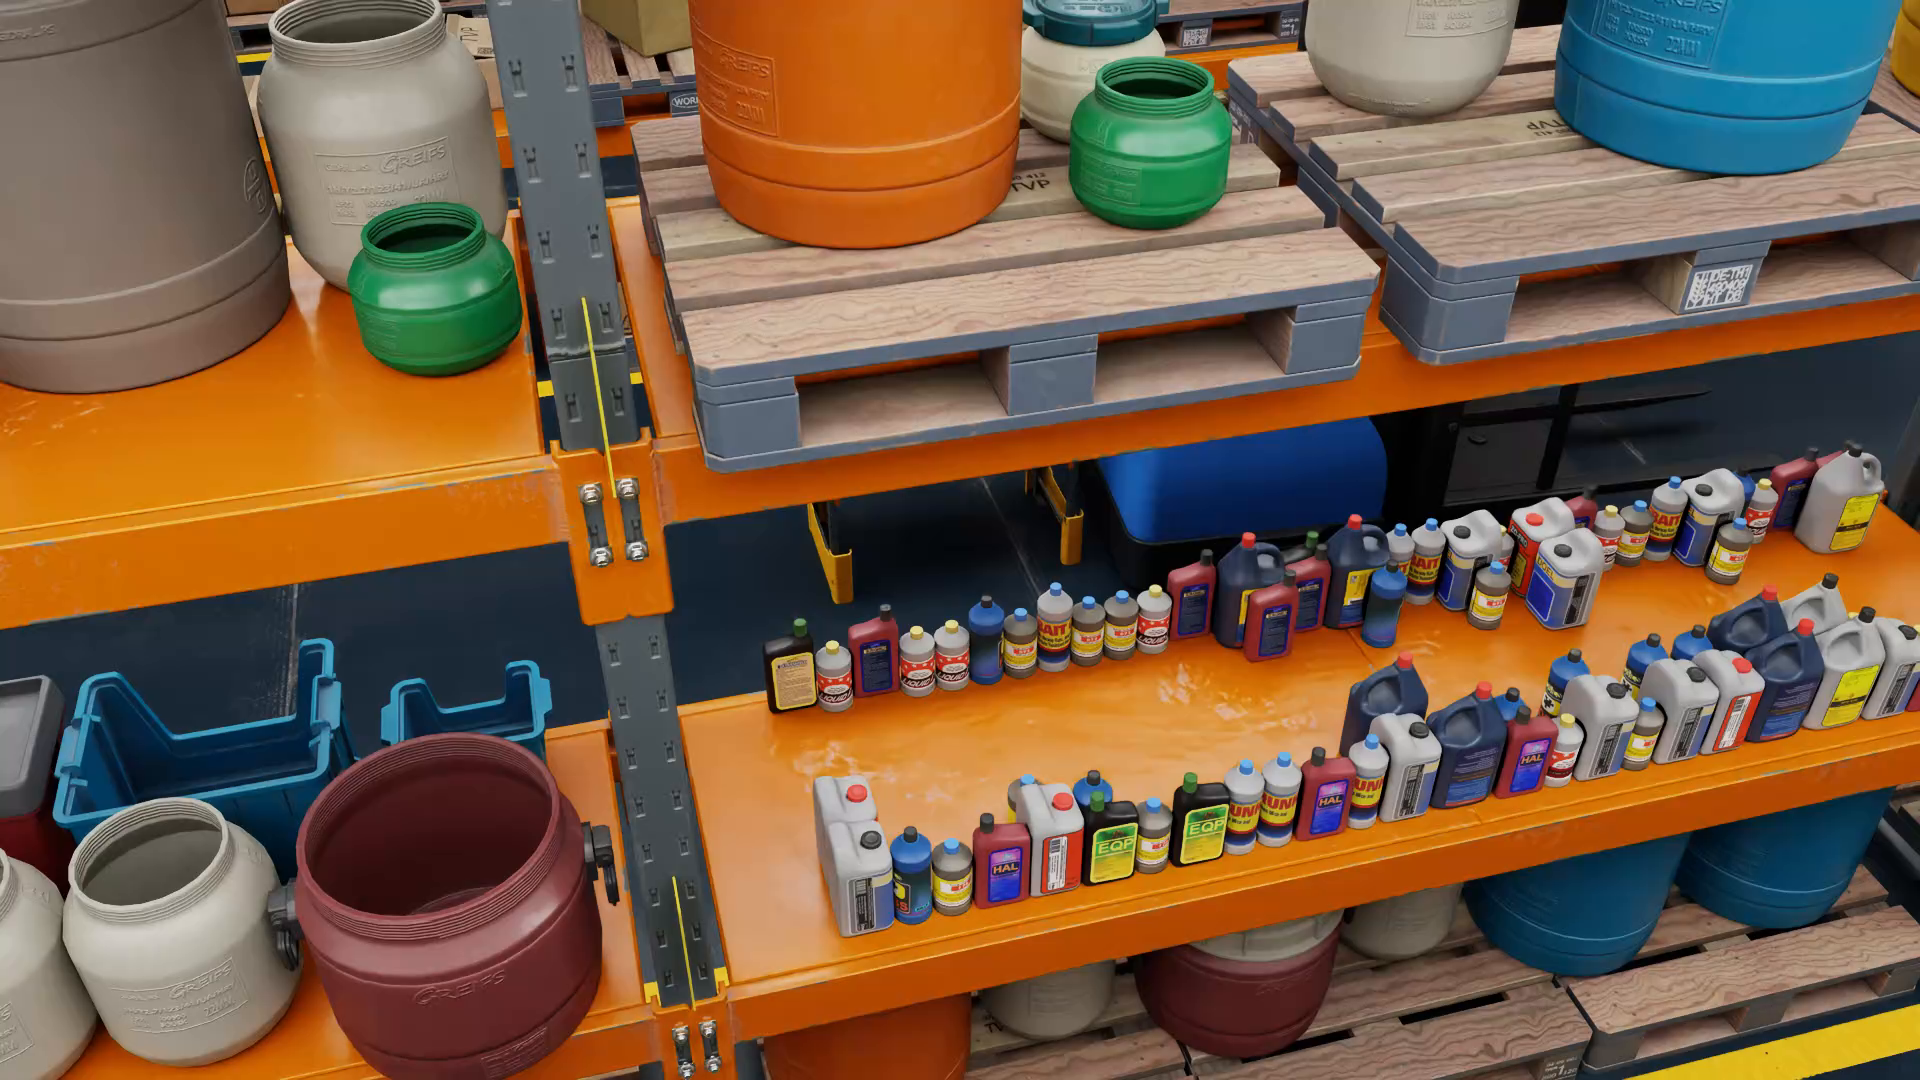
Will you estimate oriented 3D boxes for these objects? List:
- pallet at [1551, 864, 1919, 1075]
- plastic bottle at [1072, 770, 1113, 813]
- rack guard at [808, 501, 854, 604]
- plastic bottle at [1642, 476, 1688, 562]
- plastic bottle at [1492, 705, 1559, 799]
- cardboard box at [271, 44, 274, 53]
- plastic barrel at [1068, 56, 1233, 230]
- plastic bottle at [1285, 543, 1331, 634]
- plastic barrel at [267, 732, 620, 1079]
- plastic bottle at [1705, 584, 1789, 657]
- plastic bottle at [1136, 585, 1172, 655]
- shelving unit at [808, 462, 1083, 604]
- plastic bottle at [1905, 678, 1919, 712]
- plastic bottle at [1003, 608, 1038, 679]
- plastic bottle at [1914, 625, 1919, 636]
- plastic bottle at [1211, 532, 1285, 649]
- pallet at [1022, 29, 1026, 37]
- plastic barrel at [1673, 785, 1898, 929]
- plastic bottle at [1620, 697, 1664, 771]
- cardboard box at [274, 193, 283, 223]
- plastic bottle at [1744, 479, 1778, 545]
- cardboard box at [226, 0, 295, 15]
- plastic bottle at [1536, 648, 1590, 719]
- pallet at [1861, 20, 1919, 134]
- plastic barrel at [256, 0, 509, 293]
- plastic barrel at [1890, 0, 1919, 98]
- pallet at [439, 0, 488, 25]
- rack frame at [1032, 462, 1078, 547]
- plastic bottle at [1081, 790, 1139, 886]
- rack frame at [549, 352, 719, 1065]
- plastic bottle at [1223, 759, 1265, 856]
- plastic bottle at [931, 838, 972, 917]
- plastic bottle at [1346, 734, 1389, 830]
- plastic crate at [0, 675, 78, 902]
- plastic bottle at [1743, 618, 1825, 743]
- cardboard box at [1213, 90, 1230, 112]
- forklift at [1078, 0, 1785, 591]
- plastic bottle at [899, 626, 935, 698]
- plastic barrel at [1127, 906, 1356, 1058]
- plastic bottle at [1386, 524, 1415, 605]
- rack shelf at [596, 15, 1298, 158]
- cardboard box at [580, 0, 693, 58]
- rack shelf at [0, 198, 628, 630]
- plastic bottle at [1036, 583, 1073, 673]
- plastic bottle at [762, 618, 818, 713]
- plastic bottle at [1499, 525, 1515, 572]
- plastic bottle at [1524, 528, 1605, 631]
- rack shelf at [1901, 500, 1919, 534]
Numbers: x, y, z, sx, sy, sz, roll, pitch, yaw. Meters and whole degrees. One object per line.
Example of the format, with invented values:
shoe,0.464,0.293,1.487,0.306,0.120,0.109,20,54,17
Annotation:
pallet,2.371,1.173,5.542,1.213,0.211,1.003,-9,38,-12
plastic bottle,0.317,0.662,4.021,0.097,0.271,0.097,0,37,0
rack guard,-0.554,-0.008,7.055,0.087,0.250,0.587,-9,38,-12
plastic bottle,2.109,-0.071,4.980,0.097,0.271,0.097,0,37,0
plastic bottle,1.426,0.526,4.190,0.133,0.283,0.061,-9,38,-12
cardboard box,-2.936,-2.241,7.784,0.500,0.311,0.500,-10,38,-12
plastic barrel,0.348,-0.728,3.046,0.294,0.245,0.294,0,37,0
plastic bottle,0.971,0.138,4.697,0.133,0.283,0.061,-9,38,-12
plastic barrel,-1.103,0.799,3.625,0.708,0.536,0.600,-9,38,-12
plastic bottle,2.109,0.270,4.469,0.185,0.351,0.144,-9,38,-12
plastic bottle,0.542,0.214,4.665,0.097,0.201,0.097,0,37,0
shelving unit,-0.074,-0.584,6.779,1.083,1.500,0.587,-9,38,-12
plastic bottle,2.620,0.330,4.446,0.133,0.283,0.061,-9,38,-12
plastic bottle,0.166,0.276,4.584,0.097,0.201,0.097,0,37,0
plastic bottle,2.582,0.319,4.528,0.097,0.201,0.097,0,37,0
plastic bottle,0.813,0.125,4.658,0.185,0.351,0.144,-9,38,-12
pallet,-0.146,-2.539,8.258,1.213,0.211,1.003,-9,38,-12
plastic barrel,2.598,0.711,5.233,0.708,0.901,0.600,-9,38,-12
plastic bottle,1.757,0.492,4.301,0.097,0.201,0.097,0,37,0
cardboard box,-3.602,-1.524,8.229,0.500,0.311,0.500,-10,39,-13
plastic bottle,2.427,-0.095,5.069,0.097,0.201,0.097,0,37,0
cardboard box,-4.999,-4.138,11.886,0.500,0.500,0.700,-10,38,-12
plastic bottle,1.587,0.397,4.369,0.097,0.271,0.097,0,37,0
pallet,2.396,-0.967,3.732,1.003,0.211,1.213,-9,38,-12
plastic barrel,-1.114,-0.765,3.220,0.421,0.512,0.421,0,37,0
plastic barrel,2.299,-1.201,3.382,0.600,0.588,0.600,0,37,0
pallet,-4.072,-3.979,12.278,1.213,0.211,1.003,-9,38,-12
rack frame,0.408,-0.663,6.882,0.032,1.500,0.500,-9,38,-12
plastic bottle,0.356,0.701,3.961,0.133,0.283,0.061,-9,38,-12
rack frame,-0.734,0.602,3.995,0.127,3.000,1.000,-9,38,-12
plastic bottle,0.685,0.640,4.050,0.097,0.271,0.097,0,37,0
plastic bottle,-0.019,0.784,3.920,0.097,0.201,0.097,0,37,0
plastic bottle,1.002,0.588,4.118,0.097,0.271,0.097,0,37,0
plastic crate,-2.374,0.653,3.875,0.583,0.464,0.402,-9,38,-12
plastic bottle,2.147,0.354,4.359,0.185,0.351,0.144,-9,38,-12
cardboard box,1.309,-2.186,9.335,0.500,0.500,0.500,-11,39,-14
forklift,2.090,-1.363,6.619,3.031,2.935,1.130,-6,38,-8
plastic bottle,-0.116,0.322,4.524,0.097,0.201,0.097,0,37,0
plastic barrel,0.824,1.126,4.948,0.708,0.588,0.600,-9,38,-12
plastic bottle,1.250,0.070,4.796,0.097,0.271,0.097,0,37,0
rack shelf,-0.091,-2.336,8.426,4.000,0.370,1.077,-9,38,-12
cardboard box,-1.444,-2.677,7.853,0.500,0.500,0.700,-23,43,-27
rack shelf,-2.665,0.013,2.888,4.000,0.370,1.077,-9,38,-12
plastic bottle,0.260,0.233,4.583,0.097,0.271,0.097,0,37,0
plastic bottle,-0.455,0.334,4.441,0.133,0.283,0.061,-9,38,-12
plastic bottle,1.568,0.046,4.885,0.097,0.201,0.097,0,37,0
plastic bottle,1.727,0.103,4.749,0.135,0.276,0.152,-9,38,-12
rack shelf,5.058,-0.063,5.456,4.000,0.370,1.077,-9,38,-12
